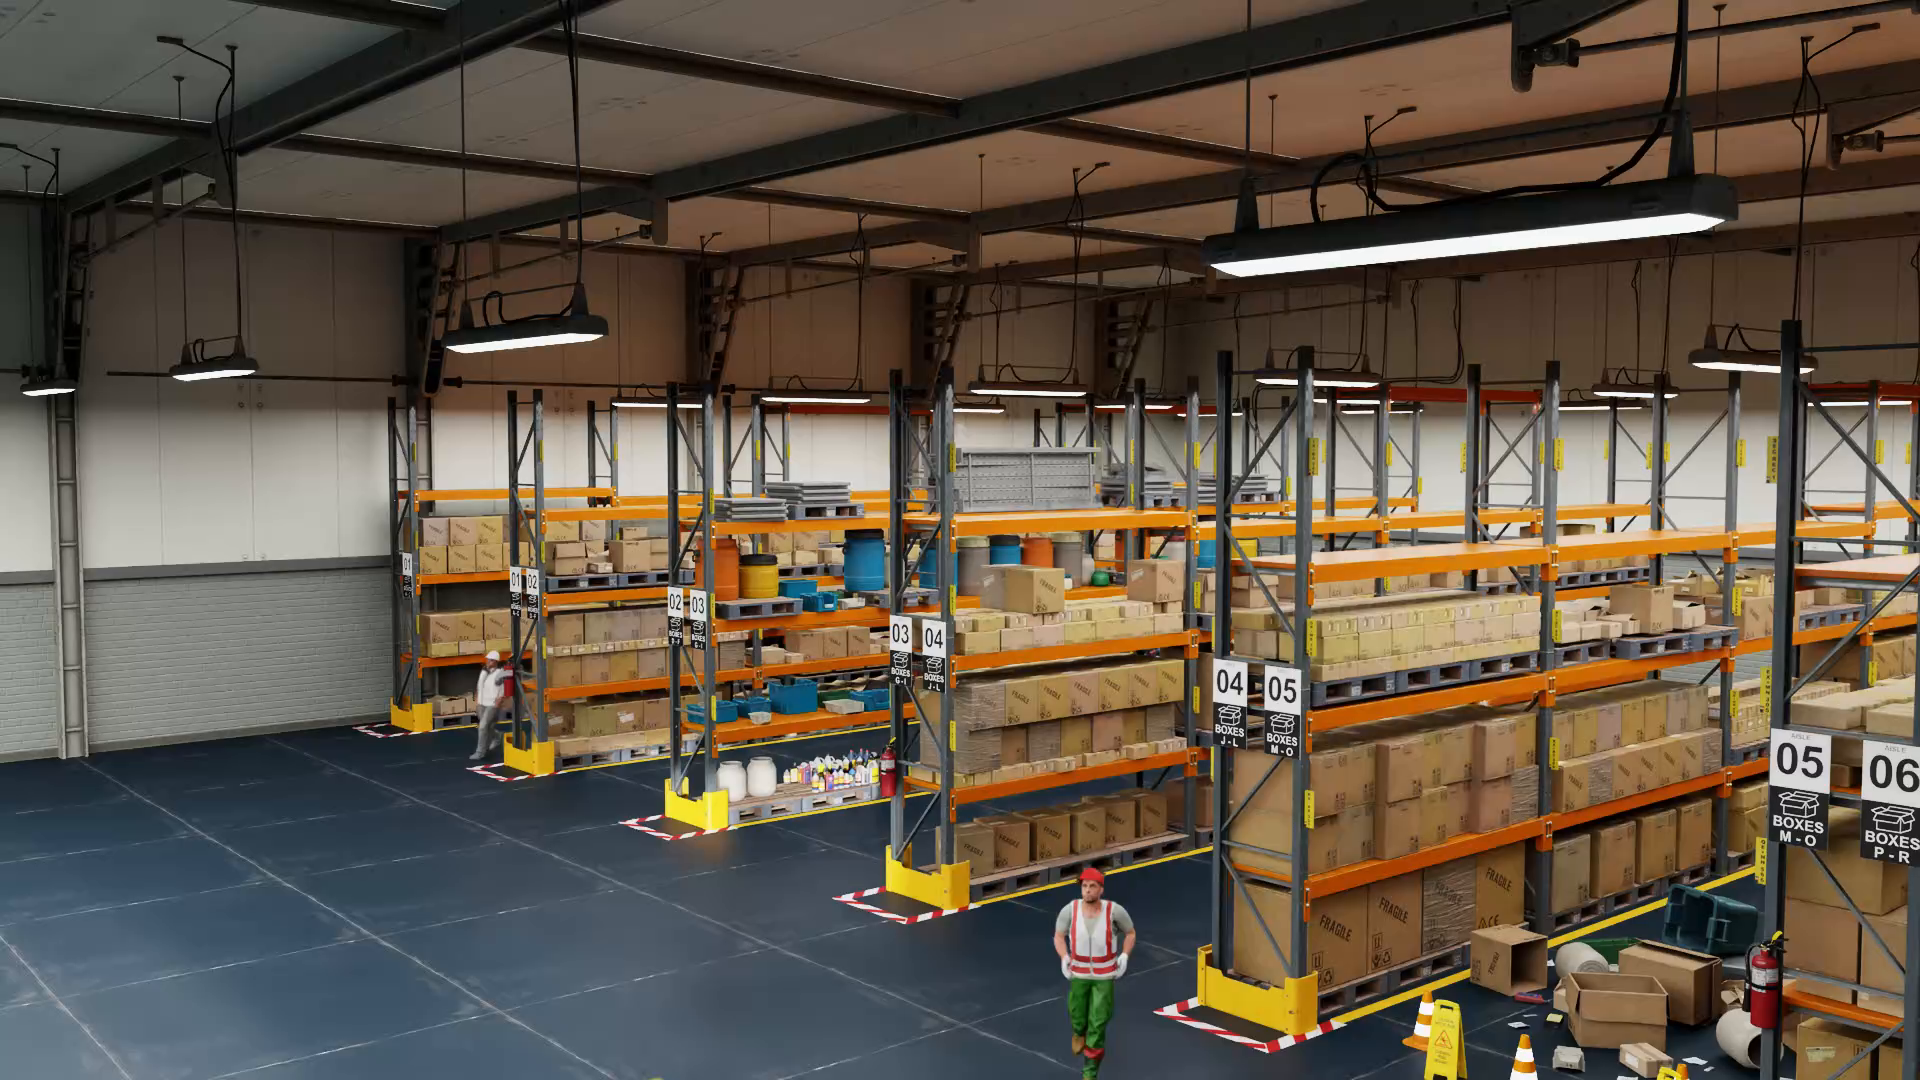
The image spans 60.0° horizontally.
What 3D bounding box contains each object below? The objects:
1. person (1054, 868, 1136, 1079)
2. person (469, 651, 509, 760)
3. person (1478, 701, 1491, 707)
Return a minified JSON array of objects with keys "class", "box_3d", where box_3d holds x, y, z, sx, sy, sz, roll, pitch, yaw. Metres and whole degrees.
[{"class":"person","box_3d":[1.087,3.509,13.440,0.661,1.773,0.791,1,3,11]},{"class":"person","box_3d":[-7.678,2.694,27.328,0.695,1.765,0.824,2,4,30]},{"class":"person","box_3d":[7.159,3.016,22.787,0.620,1.632,0.803,3,5,44]}]
